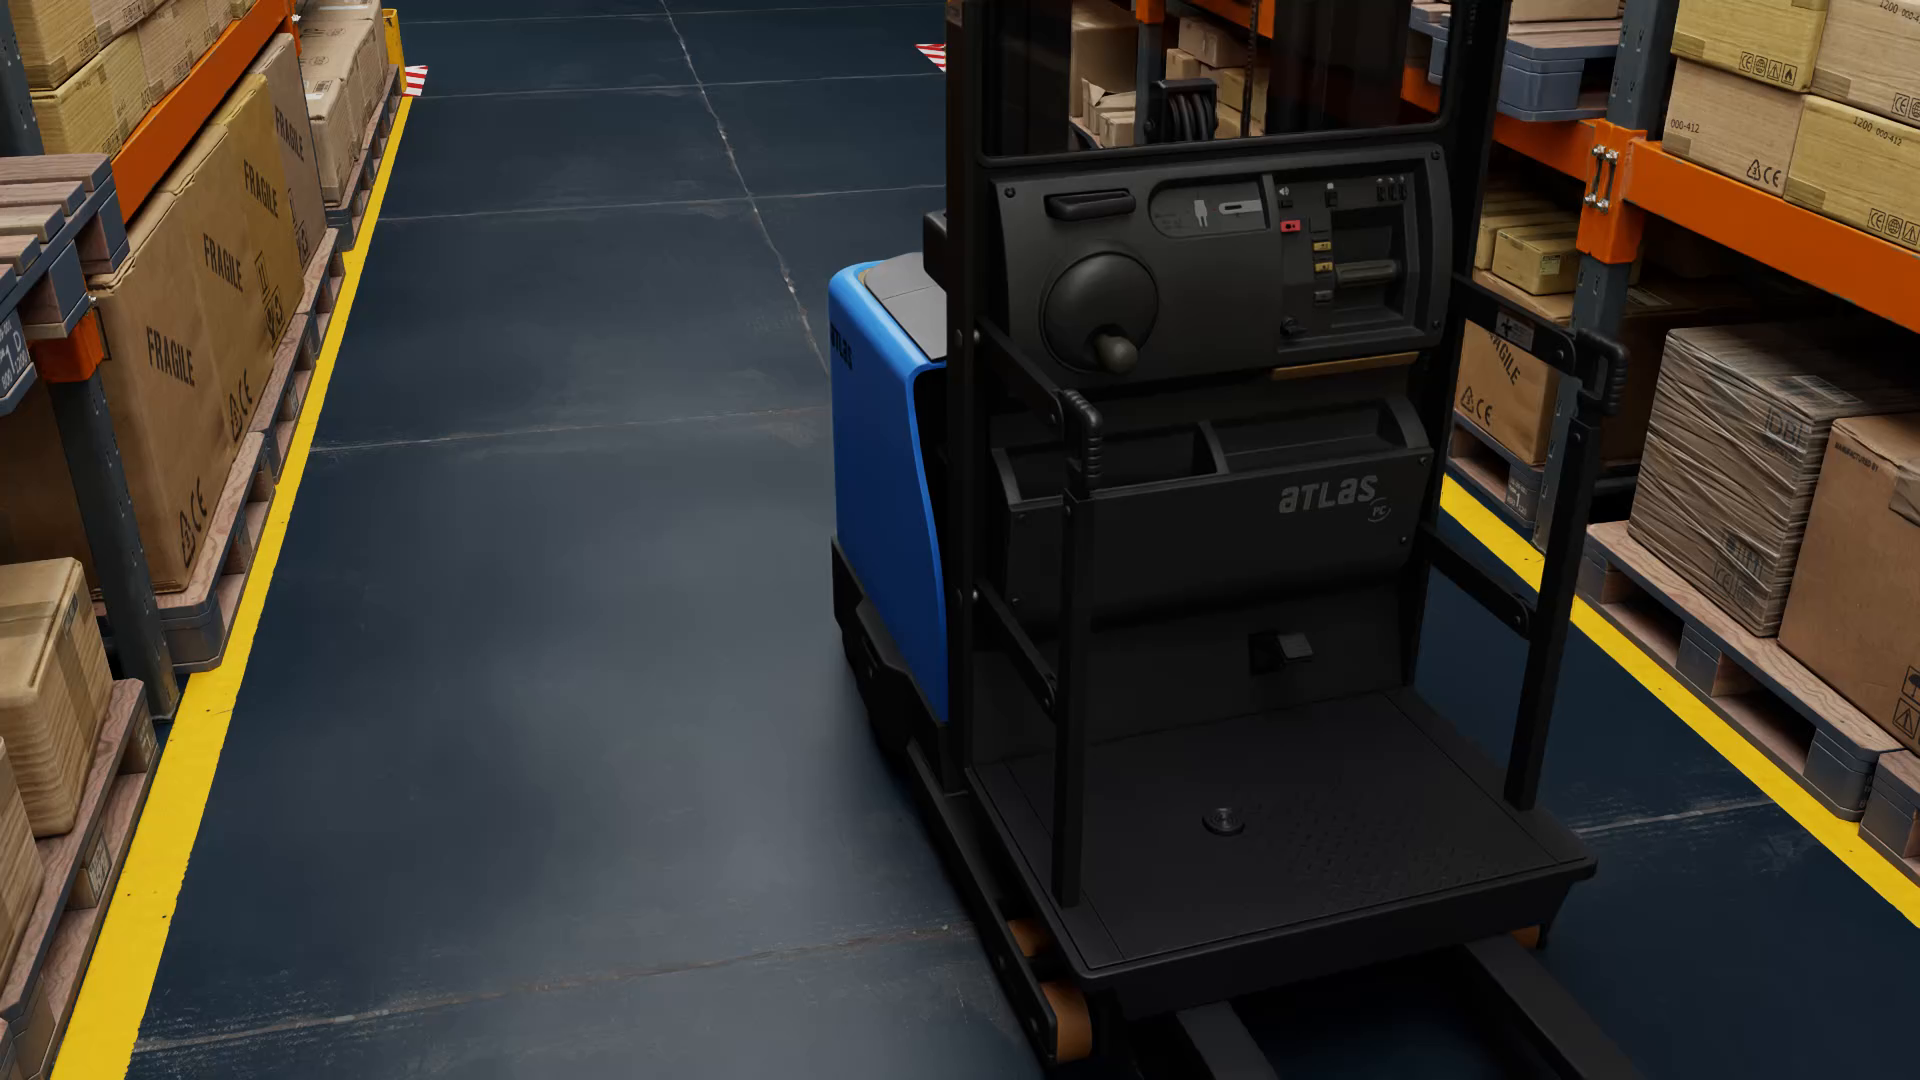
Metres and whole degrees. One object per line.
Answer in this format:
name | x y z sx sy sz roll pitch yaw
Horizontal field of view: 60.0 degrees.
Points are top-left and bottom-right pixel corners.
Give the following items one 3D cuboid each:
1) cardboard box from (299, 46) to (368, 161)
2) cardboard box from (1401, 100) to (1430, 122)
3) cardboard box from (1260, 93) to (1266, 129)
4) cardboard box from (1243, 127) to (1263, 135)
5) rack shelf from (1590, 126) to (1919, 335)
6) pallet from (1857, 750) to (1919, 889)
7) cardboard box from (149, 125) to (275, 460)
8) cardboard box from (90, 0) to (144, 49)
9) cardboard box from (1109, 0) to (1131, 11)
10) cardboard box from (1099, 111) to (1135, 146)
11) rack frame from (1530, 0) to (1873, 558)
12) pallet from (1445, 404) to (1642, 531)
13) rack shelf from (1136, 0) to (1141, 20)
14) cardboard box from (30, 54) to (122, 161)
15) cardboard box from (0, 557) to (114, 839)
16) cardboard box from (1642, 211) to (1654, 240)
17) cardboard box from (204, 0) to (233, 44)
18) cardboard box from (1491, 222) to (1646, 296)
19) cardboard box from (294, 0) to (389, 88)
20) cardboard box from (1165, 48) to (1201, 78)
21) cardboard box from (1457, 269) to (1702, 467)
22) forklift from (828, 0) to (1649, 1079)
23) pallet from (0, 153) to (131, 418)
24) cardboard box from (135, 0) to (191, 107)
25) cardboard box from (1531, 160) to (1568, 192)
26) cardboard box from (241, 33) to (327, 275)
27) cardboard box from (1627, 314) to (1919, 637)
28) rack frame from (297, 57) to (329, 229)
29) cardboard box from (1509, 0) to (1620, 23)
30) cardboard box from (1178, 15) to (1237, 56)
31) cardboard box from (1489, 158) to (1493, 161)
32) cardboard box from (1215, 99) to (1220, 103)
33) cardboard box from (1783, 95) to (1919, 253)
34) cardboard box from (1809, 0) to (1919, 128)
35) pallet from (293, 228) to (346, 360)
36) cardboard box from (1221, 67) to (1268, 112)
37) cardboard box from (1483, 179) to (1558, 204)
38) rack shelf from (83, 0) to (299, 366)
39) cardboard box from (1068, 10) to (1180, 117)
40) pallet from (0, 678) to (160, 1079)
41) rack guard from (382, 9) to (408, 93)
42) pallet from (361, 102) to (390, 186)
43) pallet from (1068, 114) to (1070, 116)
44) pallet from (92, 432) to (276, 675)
cardboard box | -3.684 -2.321 8.897 0.875 0.438 0.875 -7 28 -13
cardboard box | 2.087 -1.769 7.013 0.380 0.149 0.250 -6 27 -11
cardboard box | 1.513 -1.823 7.120 0.380 0.149 0.250 -6 27 -12
cardboard box | 1.518 -1.488 7.177 0.500 0.500 0.500 -7 28 -13
rack shelf | 2.742 -0.149 3.014 1.077 0.370 4.000 -6 27 -12
pallet | 2.711 0.797 3.437 1.003 0.211 1.213 -6 27 -12
cardboard box | -2.815 -0.785 5.367 0.875 0.875 0.875 -6 27 -11
cardboard box | -2.533 -1.473 4.451 0.500 0.250 0.500 -5 27 -10
cardboard box | 0.689 -3.274 10.715 0.700 0.500 0.500 -5 27 -9
cardboard box | 0.978 -2.233 9.043 0.380 0.149 0.250 -7 28 -13
rack frame | 2.292 -1.348 4.591 1.000 3.000 0.127 -6 27 -12
pallet | 2.160 -0.434 5.876 1.003 0.211 1.213 -6 27 -12
rack shelf | 0.939 -3.661 9.972 1.077 0.370 4.000 -6 27 -12
cardboard box | -2.409 -1.015 4.099 0.500 0.250 0.500 -6 27 -12
cardboard box | -2.426 0.393 3.593 0.950 0.372 0.625 -8 28 -15
cardboard box | 2.444 -1.089 5.666 0.380 0.149 0.250 -5 27 -10
cardboard box | -2.889 -1.913 5.877 0.500 0.250 0.500 -7 28 -13
cardboard box | 1.934 -0.900 5.292 0.380 0.149 0.250 -7 28 -14
cardboard box | -4.100 -3.118 10.476 0.875 0.438 0.875 -7 28 -13
cardboard box | 1.212 -2.280 8.027 0.380 0.149 0.250 -5 27 -9
cardboard box | 1.987 -0.583 5.384 0.500 0.500 0.500 -5 27 -10
forklift | 0.584 -0.495 2.978 1.130 2.935 3.031 -8 28 -16
pallet | -2.279 -0.454 3.034 1.213 0.211 1.003 -6 27 -12
cardboard box | -2.654 -1.470 5.000 0.500 0.250 0.500 -5 27 -10
cardboard box | 2.339 -1.319 6.122 0.380 0.149 0.250 -7 28 -14
cardboard box | -3.227 -1.573 6.929 0.875 0.875 0.875 -5 27 -10
cardboard box | 2.419 -0.200 4.486 0.875 0.625 0.625 -5 27 -10
rack frame | -3.445 -2.598 7.068 1.000 3.000 0.127 -6 27 -12
cardboard box | 1.770 -1.672 5.047 0.380 0.149 0.250 -5 27 -11
cardboard box | 1.271 -2.419 7.972 0.380 0.149 0.250 -6 27 -12
cardboard box | 1.753 -1.367 6.217 0.380 0.149 0.250 -6 27 -12
cardboard box | 1.280 -1.940 8.073 0.500 0.500 0.500 -5 27 -9
cardboard box | 2.262 -0.840 3.751 0.500 0.250 0.500 -7 28 -13
cardboard box | 2.265 -1.064 3.641 0.500 0.250 0.500 -5 27 -10
pallet | -3.198 -1.022 7.041 1.003 0.211 1.213 -6 27 -12
cardboard box | 1.419 -2.055 7.581 0.380 0.149 0.250 -7 28 -14
cardboard box | 1.825 -1.137 5.761 0.380 0.149 0.250 -7 28 -13
rack shelf | -2.994 -1.399 5.491 1.077 0.370 4.000 -6 27 -12
cardboard box | 0.923 -2.818 9.813 0.700 0.500 0.500 -7 28 -14
pallet | -2.369 0.746 3.538 1.003 0.211 1.213 -6 27 -12
rack guard | -4.352 -3.249 11.131 1.175 0.500 0.348 -6 27 -12
pallet | -3.819 -2.232 9.437 1.003 0.211 1.213 -6 27 -12
pallet | 0.958 -2.697 10.359 1.003 0.211 1.213 -6 27 -12
pallet | -2.648 0.049 4.918 1.003 0.211 1.213 -6 27 -12
